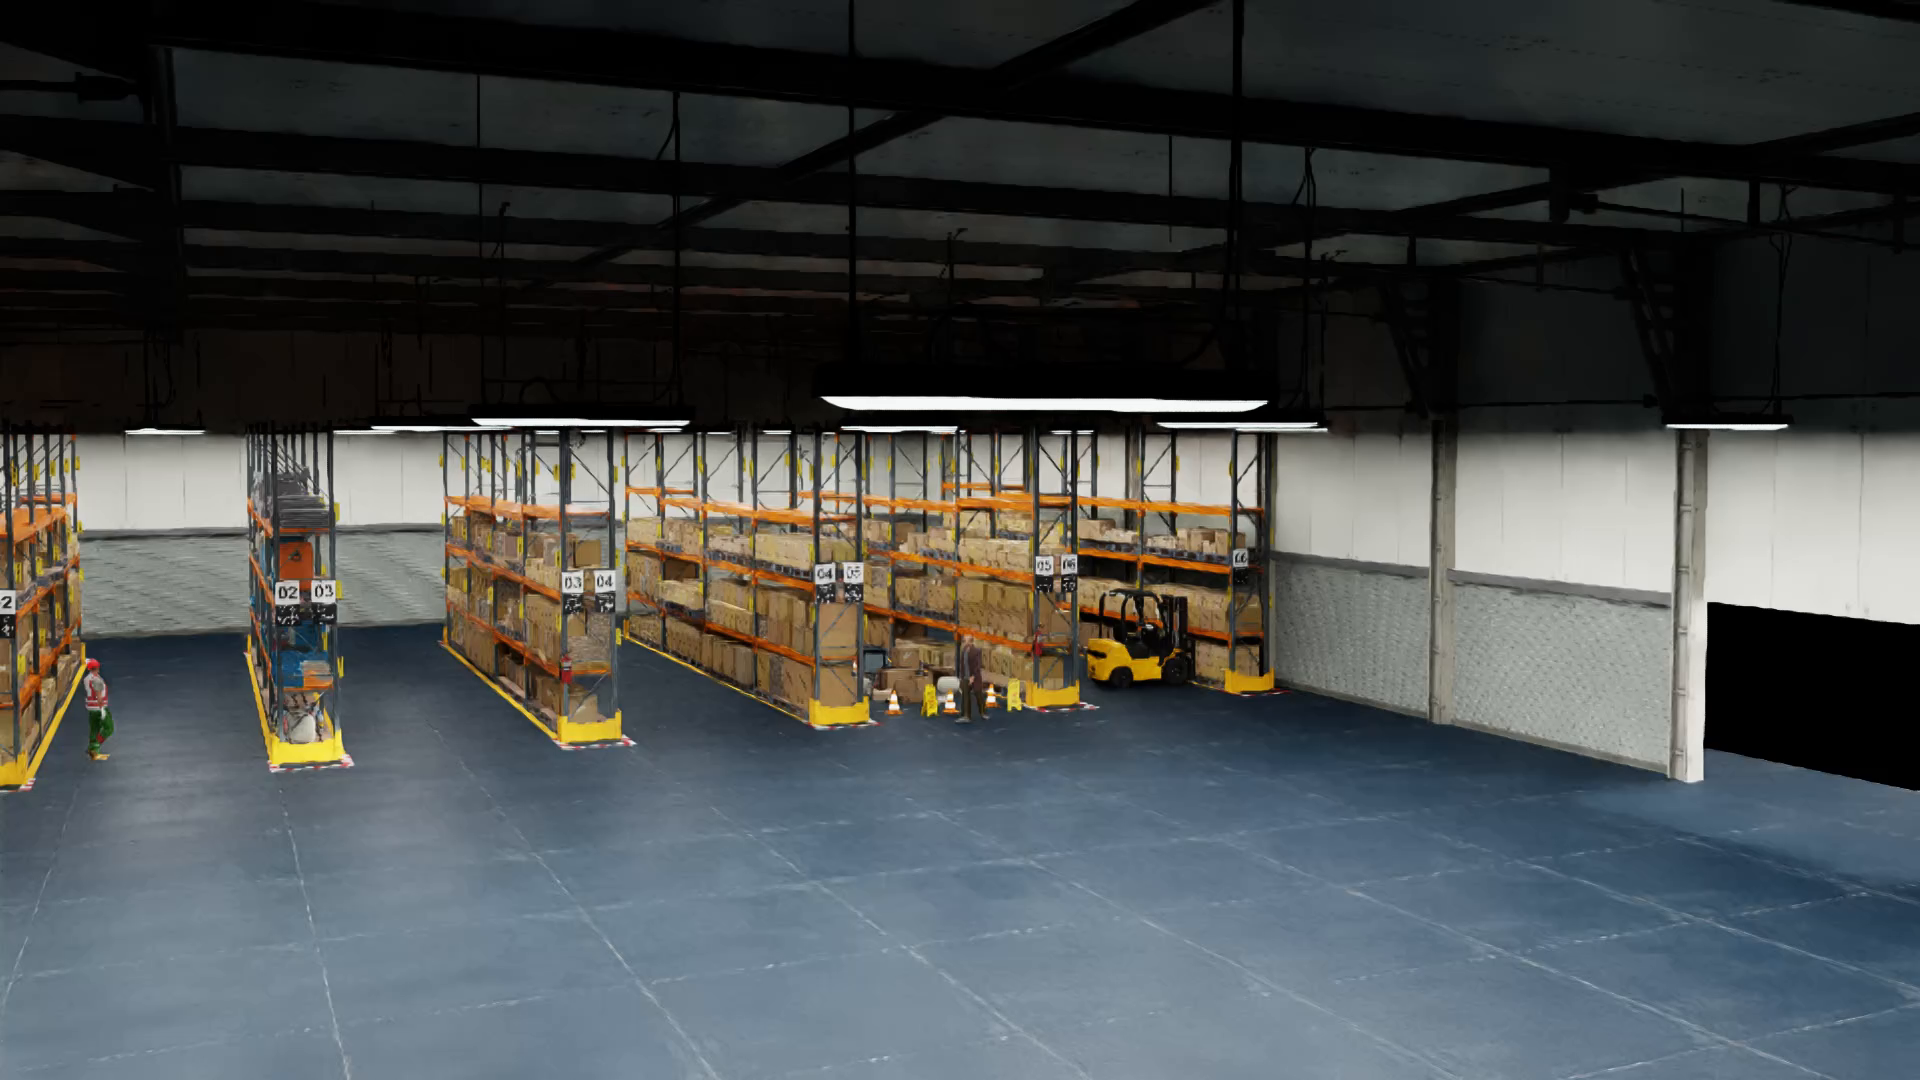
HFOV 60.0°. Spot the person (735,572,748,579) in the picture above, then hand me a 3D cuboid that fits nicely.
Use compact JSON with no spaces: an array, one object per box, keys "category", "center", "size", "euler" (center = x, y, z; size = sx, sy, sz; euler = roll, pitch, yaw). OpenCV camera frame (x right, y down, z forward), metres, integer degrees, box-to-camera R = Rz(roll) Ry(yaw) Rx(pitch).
[{"category":"person","center":[-6.647,1.713,51.099],"size":[0.530,1.650,0.576],"euler":[2,4,25]}]

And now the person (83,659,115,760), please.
[{"category":"person","center":[-15.263,2.991,29.372],"size":[0.598,1.786,0.444],"euler":[3,5,39]}]

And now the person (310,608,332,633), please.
[{"category":"person","center":[-16.554,2.162,43.144],"size":[0.600,1.721,1.031],"euler":[-2,4,-26]}]

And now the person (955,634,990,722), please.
[{"category":"person","center":[0.240,2.758,33.332],"size":[0.604,1.766,0.769],"euler":[3,4,35]}]
